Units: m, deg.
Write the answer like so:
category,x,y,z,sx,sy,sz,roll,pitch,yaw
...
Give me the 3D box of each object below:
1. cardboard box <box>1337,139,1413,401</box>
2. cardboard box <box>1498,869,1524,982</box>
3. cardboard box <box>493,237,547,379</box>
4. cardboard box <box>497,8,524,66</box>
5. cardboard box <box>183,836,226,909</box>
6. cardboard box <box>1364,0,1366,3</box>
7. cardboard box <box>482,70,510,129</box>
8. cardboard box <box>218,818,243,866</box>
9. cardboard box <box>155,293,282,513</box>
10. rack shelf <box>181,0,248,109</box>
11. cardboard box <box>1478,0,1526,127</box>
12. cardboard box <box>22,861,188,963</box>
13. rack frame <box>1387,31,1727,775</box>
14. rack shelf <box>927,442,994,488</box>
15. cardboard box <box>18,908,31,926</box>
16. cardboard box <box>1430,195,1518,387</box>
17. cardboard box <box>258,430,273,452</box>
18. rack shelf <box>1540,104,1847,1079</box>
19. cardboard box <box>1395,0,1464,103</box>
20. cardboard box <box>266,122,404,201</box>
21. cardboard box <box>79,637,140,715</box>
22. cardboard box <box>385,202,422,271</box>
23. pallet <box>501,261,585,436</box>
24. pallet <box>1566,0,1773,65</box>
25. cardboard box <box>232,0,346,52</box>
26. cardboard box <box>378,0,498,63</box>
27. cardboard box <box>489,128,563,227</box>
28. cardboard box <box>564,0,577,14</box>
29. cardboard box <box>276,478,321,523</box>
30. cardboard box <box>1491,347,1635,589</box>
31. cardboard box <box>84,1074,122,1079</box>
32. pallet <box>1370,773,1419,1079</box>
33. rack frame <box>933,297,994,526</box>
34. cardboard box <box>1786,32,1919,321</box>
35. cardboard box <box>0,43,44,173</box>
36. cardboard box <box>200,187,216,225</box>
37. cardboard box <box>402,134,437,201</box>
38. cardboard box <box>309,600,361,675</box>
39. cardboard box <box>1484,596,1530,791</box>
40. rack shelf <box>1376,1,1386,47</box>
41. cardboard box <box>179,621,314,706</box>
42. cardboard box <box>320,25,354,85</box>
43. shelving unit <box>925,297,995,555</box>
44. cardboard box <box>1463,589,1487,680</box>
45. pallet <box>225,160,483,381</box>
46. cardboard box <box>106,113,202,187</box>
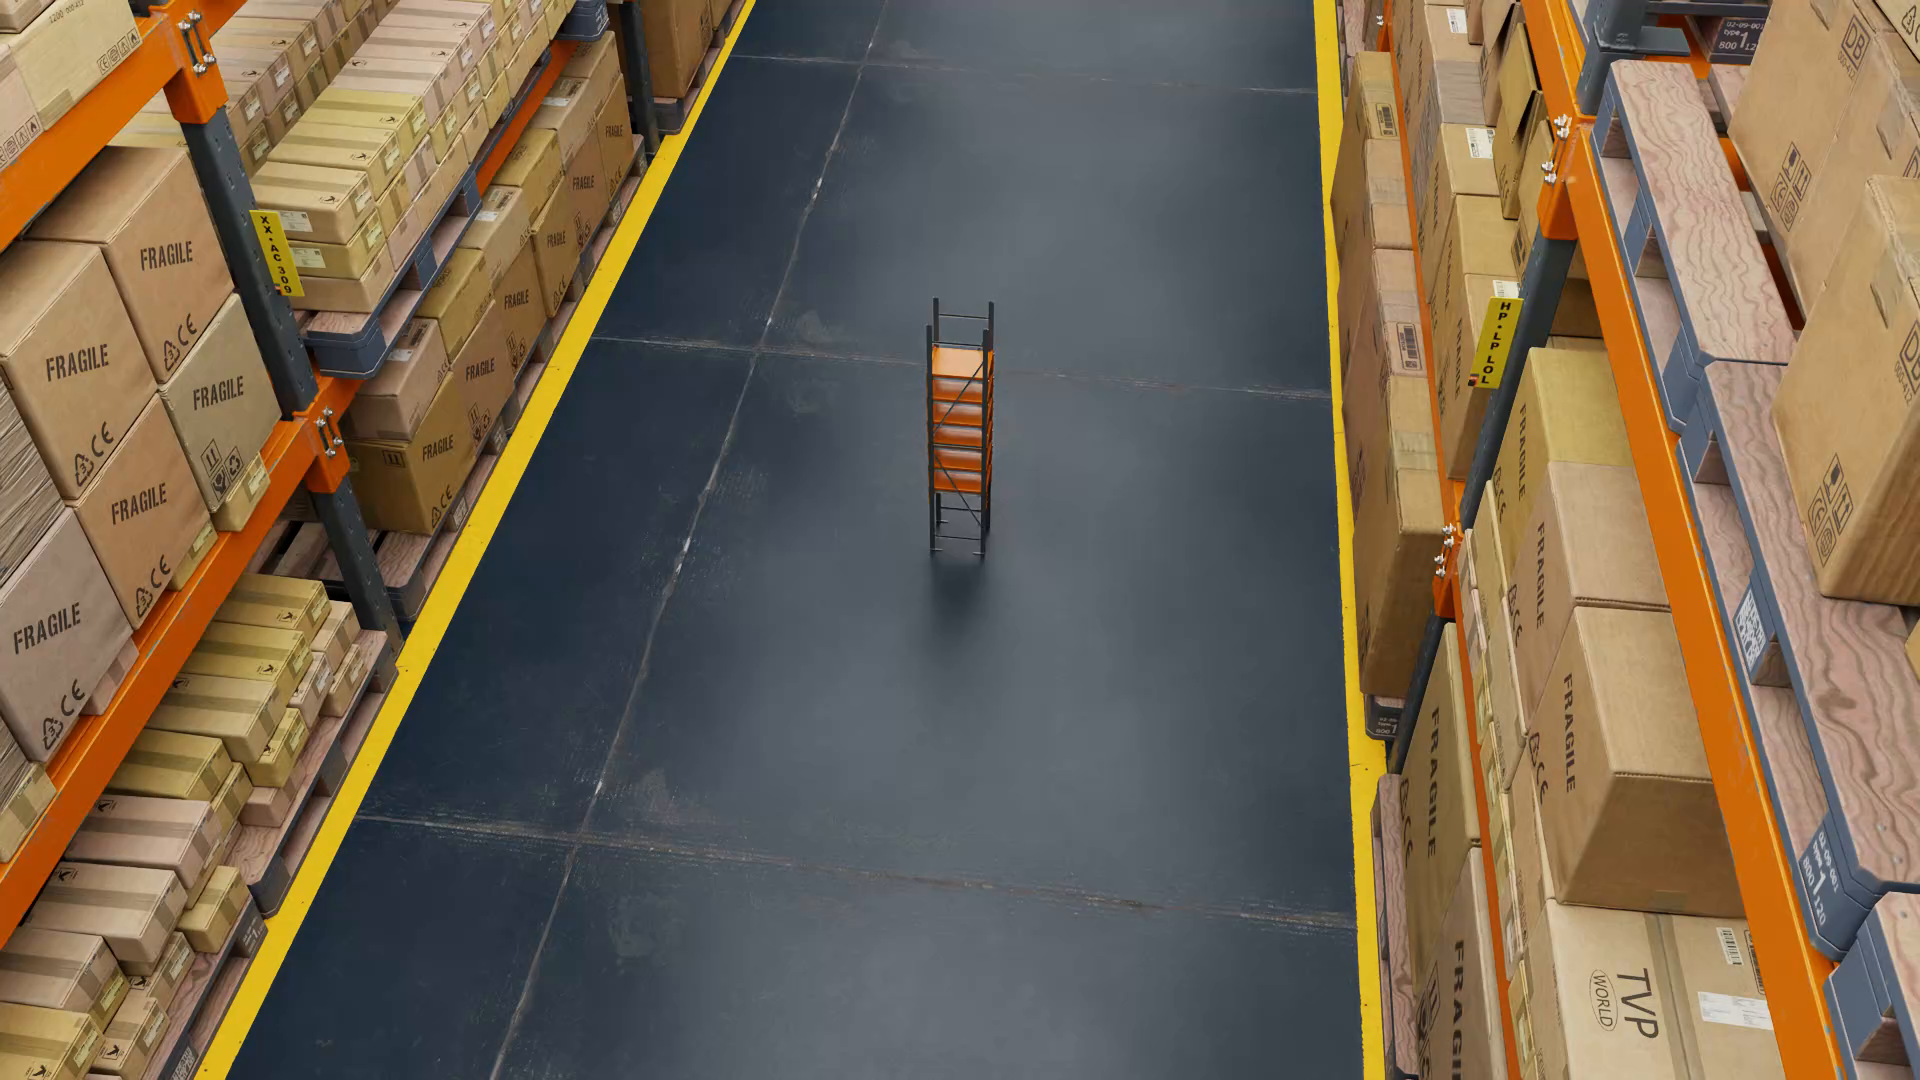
category,x,y,z,sx,sy,sz,roll,pitch,yaw
cardboard box,2.416,-1.178,7.575,1.225,0.875,0.875,5,44,6
cardboard box,1.585,0.999,4.218,0.380,0.149,0.250,6,44,6
cardboard box,-2.294,-1.110,7.775,0.500,0.500,0.500,6,44,6
cardboard box,-2.066,-2.128,6.999,0.380,0.149,0.250,4,44,5
cardboard box,-2.691,1.059,5.524,0.380,0.149,0.250,6,44,7
cardboard box,2.924,-3.730,10.527,0.700,0.500,0.500,2,43,2
cardboard box,-2.103,-1.845,6.916,0.380,0.149,0.250,5,44,5
cardboard box,-2.736,1.039,5.762,0.380,0.149,0.250,4,44,4
cardboard box,-2.563,-0.455,5.282,0.500,0.500,0.500,5,44,6
rack shelf,-2.514,-2.857,6.450,1.077,0.370,4.000,5,44,6
cardboard box,2.369,-1.875,6.268,0.797,0.503,0.637,7,44,7
cardboard box,-2.667,1.162,5.198,0.380,0.149,0.250,4,44,4
rack frame,2.124,-0.146,5.245,1.000,3.000,0.127,5,44,6
rack shelf,0.002,-0.326,6.983,0.258,0.103,0.180,5,44,6
cardboard box,-3.277,1.323,5.461,0.380,0.149,0.250,4,44,4
cardboard box,1.988,-0.863,5.929,0.500,0.500,0.500,7,44,7
cardboard box,-2.584,-0.359,5.652,0.380,0.149,0.250,5,44,5
rack shelf,1.860,0.389,3.022,1.077,0.370,4.000,5,44,6
cardboard box,2.253,-2.251,7.395,0.500,0.500,0.500,4,44,4
cardboard box,-2.240,-1.361,5.972,0.380,0.149,0.250,6,44,7
cardboard box,-2.670,0.364,4.888,0.380,0.149,0.250,4,44,4
cardboard box,-2.240,-1.144,6.176,0.380,0.149,0.250,6,44,6
pallet,-2.518,-1.018,8.194,1.003,0.211,1.213,5,44,6
pallet,2.197,-1.796,4.944,0.805,0.209,1.217,4,44,4
cardboard box,-2.746,-2.123,6.777,0.380,0.149,0.250,3,44,4
cardboard box,-2.101,-2.051,6.702,0.380,0.149,0.250,7,44,7
cardboard box,-2.219,-1.729,7.884,0.500,0.250,0.500,6,44,6
cardboard box,-1.964,-2.562,7.673,0.380,0.149,0.250,5,44,5
cardboard box,-2.931,-0.438,7.066,0.500,0.500,0.500,4,44,5
cardboard box,1.808,-0.169,4.617,0.500,0.500,0.500,5,44,6
cardboard box,-2.741,1.750,5.010,0.380,0.149,0.250,3,44,3
pallet,1.946,1.377,5.664,1.003,0.211,1.213,5,44,6
rack frame,0.014,-0.508,6.936,0.240,1.200,0.006,5,44,6
cardboard box,2.005,-0.556,3.045,0.700,0.500,0.500,7,44,8
cardboard box,-2.653,-1.003,4.077,0.500,0.250,0.500,5,44,5
cardboard box,-2.888,-1.304,6.129,0.380,0.149,0.250,6,44,6
cardboard box,-2.205,-1.415,6.246,0.380,0.149,0.250,6,44,7
cardboard box,-2.505,0.352,6.270,0.380,0.149,0.250,6,44,6
cardboard box,1.732,0.435,4.524,0.500,0.250,0.500,5,44,5
rack shelf,2.918,-3.974,9.811,1.077,0.370,4.000,5,44,6
cardboard box,-2.562,0.444,5.957,0.380,0.149,0.250,6,44,6
cardboard box,-2.751,-2.023,6.888,0.380,0.149,0.250,5,44,6
shelving unit,0.002,-0.446,6.870,0.258,1.200,0.189,5,44,6
cardboard box,1.721,0.295,4.962,0.380,0.149,0.250,4,44,4
pallet,-2.533,-1.104,6.396,1.003,0.211,1.213,5,44,6
cardboard box,-2.884,-1.418,6.033,0.380,0.149,0.250,4,44,4
